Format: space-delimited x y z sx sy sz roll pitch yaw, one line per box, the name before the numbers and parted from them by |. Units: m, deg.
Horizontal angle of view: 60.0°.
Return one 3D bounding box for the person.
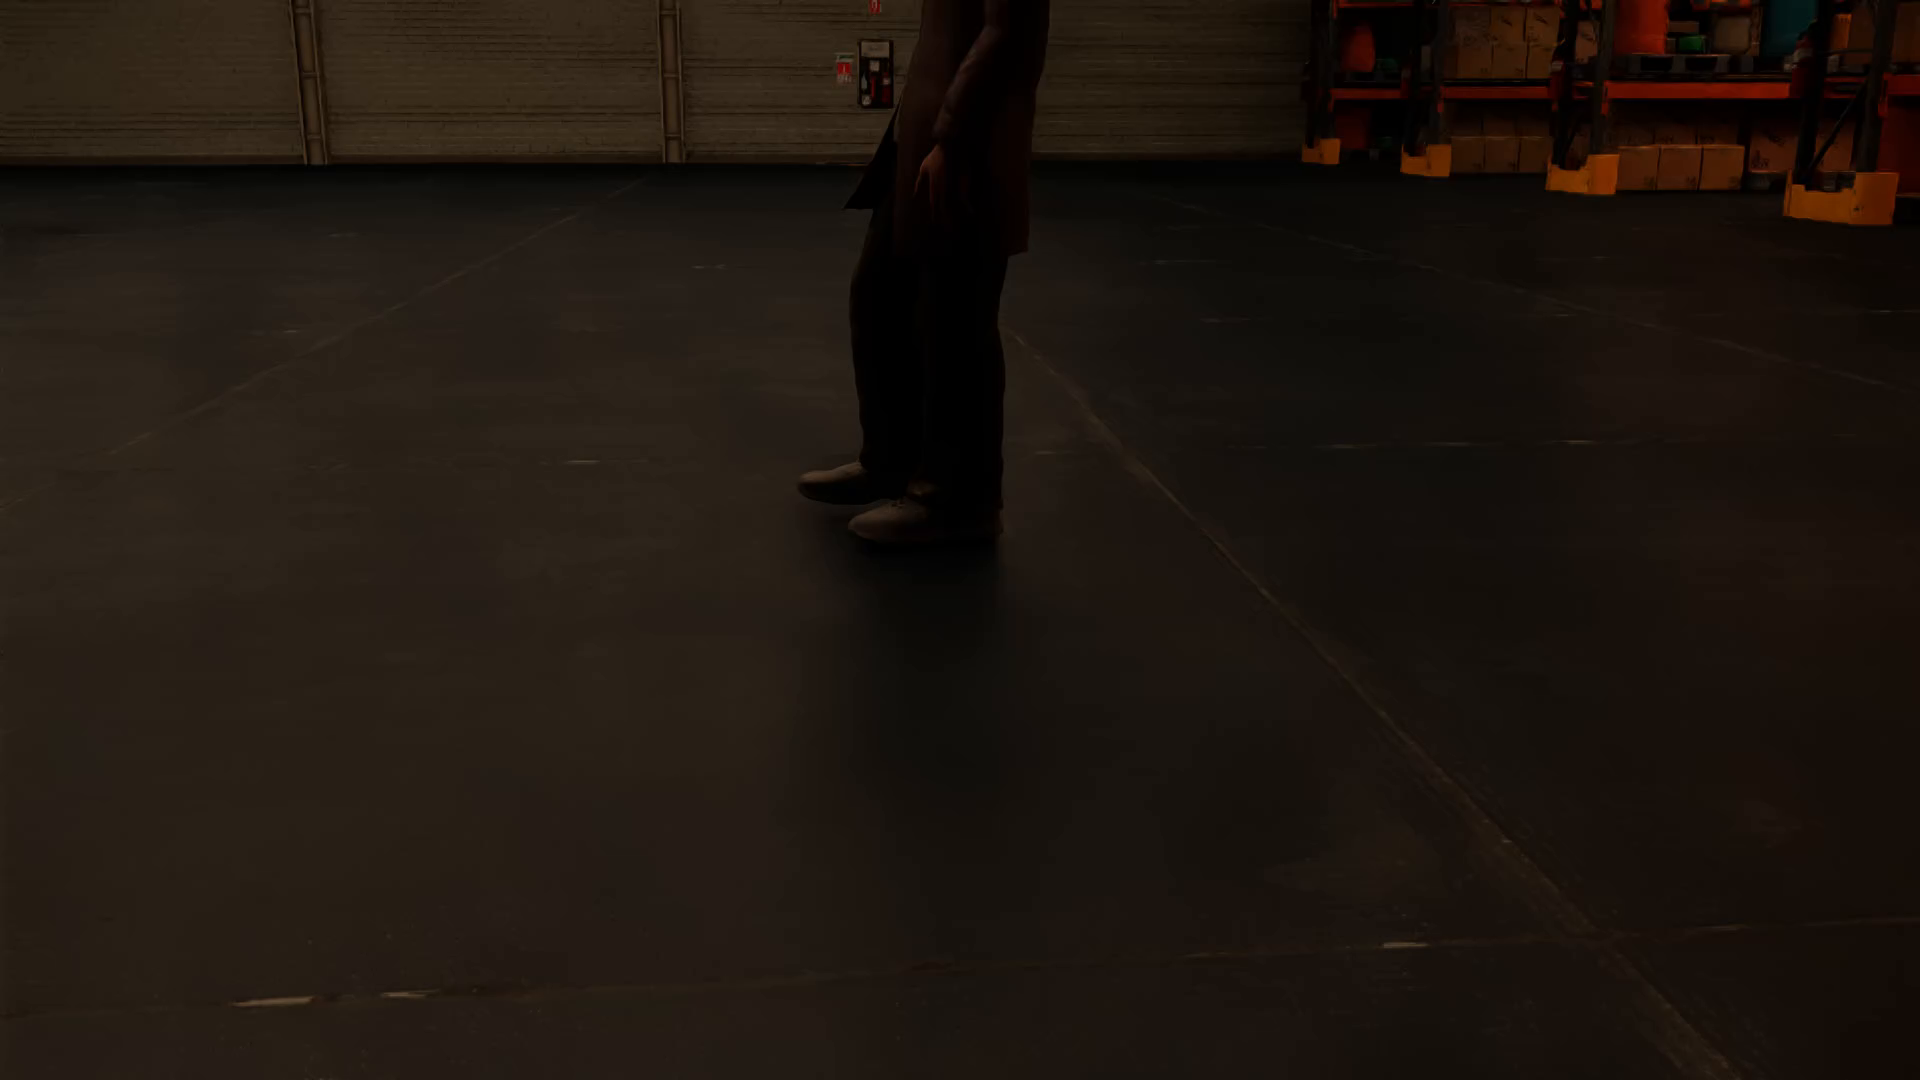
person | -0.090 -0.862 3.705 0.586 1.764 0.694 -1 15 -5
